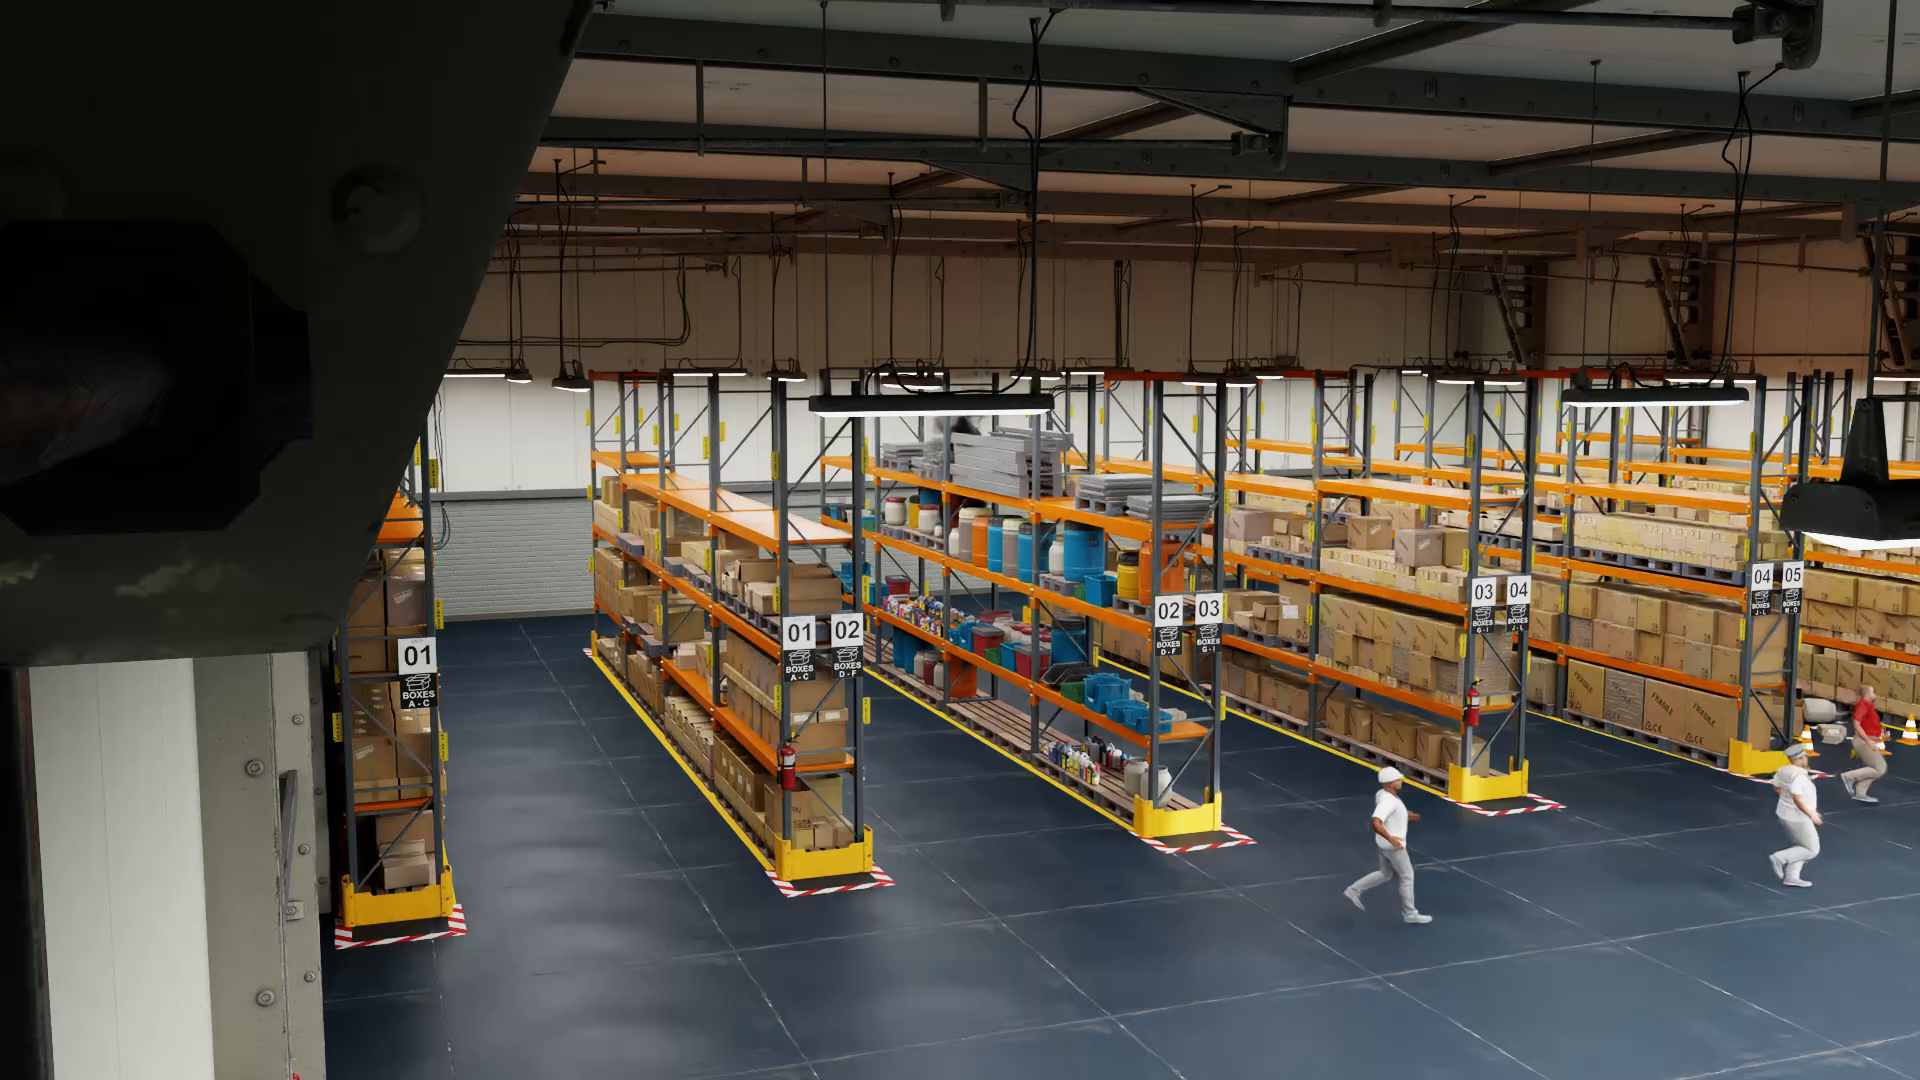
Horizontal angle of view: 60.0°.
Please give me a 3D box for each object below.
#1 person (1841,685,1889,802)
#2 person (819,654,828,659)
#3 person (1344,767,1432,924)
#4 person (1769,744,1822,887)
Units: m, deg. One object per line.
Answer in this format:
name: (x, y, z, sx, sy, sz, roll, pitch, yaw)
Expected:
person: (12.831, 2.881, 23.563, 0.603, 1.682, 0.675, 3, 7, 23)
person: (-2.584, 1.872, 29.686, 0.667, 1.754, 0.716, -4, 7, -31)
person: (4.785, 3.385, 18.508, 0.963, 1.747, 0.710, 1, 6, 5)
person: (9.896, 3.273, 19.759, 0.602, 1.742, 0.664, 0, 6, 1)
